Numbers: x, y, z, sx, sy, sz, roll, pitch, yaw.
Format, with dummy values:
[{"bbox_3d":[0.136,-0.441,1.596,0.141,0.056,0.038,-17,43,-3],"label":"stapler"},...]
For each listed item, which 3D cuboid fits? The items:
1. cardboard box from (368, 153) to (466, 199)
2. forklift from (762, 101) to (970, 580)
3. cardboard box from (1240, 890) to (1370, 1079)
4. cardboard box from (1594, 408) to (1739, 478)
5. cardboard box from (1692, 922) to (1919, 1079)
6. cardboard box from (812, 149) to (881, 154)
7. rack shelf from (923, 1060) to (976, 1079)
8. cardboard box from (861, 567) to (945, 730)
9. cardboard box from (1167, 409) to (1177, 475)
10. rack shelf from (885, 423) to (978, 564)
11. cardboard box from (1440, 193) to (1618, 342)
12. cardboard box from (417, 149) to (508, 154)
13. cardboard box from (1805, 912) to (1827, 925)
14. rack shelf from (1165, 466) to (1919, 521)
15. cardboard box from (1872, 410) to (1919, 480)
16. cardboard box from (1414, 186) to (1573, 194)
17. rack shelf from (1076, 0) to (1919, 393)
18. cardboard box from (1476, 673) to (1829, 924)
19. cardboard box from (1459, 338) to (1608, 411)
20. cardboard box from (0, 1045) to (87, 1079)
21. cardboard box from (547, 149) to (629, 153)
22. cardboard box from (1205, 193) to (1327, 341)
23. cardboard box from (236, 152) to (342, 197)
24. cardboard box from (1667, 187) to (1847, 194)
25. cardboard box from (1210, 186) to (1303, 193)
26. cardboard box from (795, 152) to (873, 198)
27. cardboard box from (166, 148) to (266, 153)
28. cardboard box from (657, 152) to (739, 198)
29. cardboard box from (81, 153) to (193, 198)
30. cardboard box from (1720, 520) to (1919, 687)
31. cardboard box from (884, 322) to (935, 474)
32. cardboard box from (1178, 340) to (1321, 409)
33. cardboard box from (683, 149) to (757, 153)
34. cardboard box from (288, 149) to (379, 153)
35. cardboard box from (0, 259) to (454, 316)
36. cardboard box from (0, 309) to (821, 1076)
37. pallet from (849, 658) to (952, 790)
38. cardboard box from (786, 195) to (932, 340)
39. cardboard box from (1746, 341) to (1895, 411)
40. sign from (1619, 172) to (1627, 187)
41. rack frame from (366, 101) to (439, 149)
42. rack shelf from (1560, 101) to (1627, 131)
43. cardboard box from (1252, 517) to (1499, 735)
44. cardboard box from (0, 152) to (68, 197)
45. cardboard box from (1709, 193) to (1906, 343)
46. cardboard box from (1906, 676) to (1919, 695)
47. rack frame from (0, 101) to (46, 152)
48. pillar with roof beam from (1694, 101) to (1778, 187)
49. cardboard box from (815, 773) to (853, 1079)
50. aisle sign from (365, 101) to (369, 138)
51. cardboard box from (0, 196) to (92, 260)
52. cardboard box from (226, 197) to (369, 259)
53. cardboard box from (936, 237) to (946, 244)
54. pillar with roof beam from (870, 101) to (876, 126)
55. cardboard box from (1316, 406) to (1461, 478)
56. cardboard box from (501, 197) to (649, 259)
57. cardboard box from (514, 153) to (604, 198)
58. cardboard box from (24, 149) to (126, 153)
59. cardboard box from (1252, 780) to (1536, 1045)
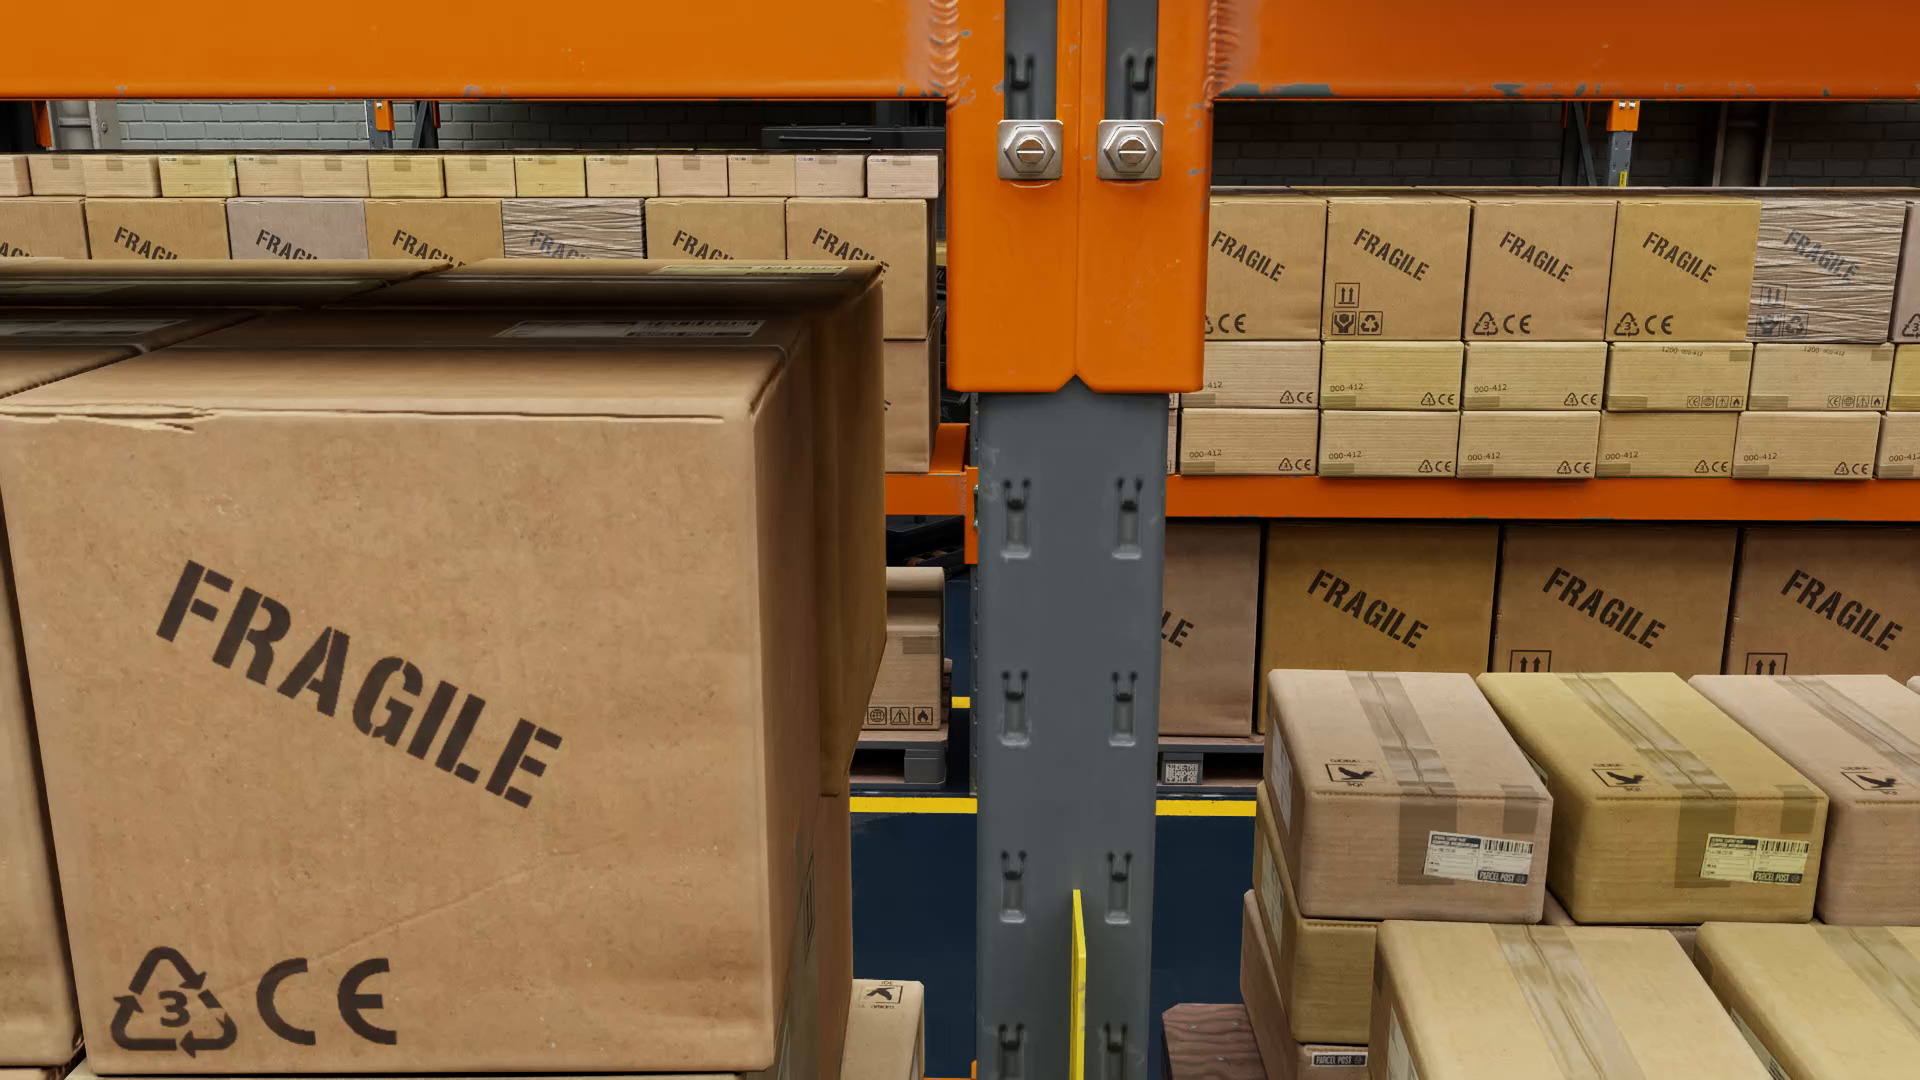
[{"bbox_3d":[-1.988,-1.344,6.125,0.250,0.149,0.380,0,15,0],"label":"cardboard box"},{"bbox_3d":[-0.417,-1.299,9.517,1.130,2.935,3.031,13,20,40],"label":"forklift"},{"bbox_3d":[0.490,0.568,1.978,0.250,0.149,0.380,0,15,0],"label":"cardboard box"},{"bbox_3d":[2.586,-0.411,6.312,0.500,0.250,0.500,0,15,1],"label":"cardboard box"},{"bbox_3d":[0.749,0.448,1.265,0.250,0.149,0.380,1,15,3],"label":"cardboard box"},{"bbox_3d":[-0.452,-1.477,6.631,0.250,0.149,0.380,1,15,2],"label":"cardboard box"},{"bbox_3d":[-1.911,1.032,1.959,4.000,0.370,1.077,0,15,1],"label":"rack shelf"},{"bbox_3d":[-0.512,0.438,6.997,0.875,0.438,0.875,0,15,1],"label":"cardboard box"},{"bbox_3d":[0.546,-0.423,6.358,0.500,0.250,0.500,0,15,0],"label":"cardboard box"},{"bbox_3d":[-1.886,-0.231,6.746,4.000,0.370,1.077,0,15,1],"label":"rack shelf"},{"bbox_3d":[2.073,-1.020,6.169,0.500,0.500,0.500,0,15,1],"label":"cardboard box"},{"bbox_3d":[-1.983,-1.485,6.662,0.250,0.149,0.380,1,15,3],"label":"cardboard box"},{"bbox_3d":[1.002,0.428,1.925,0.250,0.149,0.380,1,15,4],"label":"cardboard box"},{"bbox_3d":[2.113,-0.205,6.647,4.000,0.370,1.077,0,15,1],"label":"rack shelf"},{"bbox_3d":[3.600,-0.404,6.287,0.500,0.250,0.500,0,15,-1],"label":"cardboard box"},{"bbox_3d":[2.108,-1.149,6.661,0.500,0.500,0.500,1,15,2],"label":"cardboard box"},{"bbox_3d":[2.087,-0.392,1.477,4.000,0.370,1.077,0,15,1],"label":"rack shelf"},{"bbox_3d":[0.763,0.282,1.893,0.250,0.149,0.380,0,15,0],"label":"cardboard box"},{"bbox_3d":[2.077,-0.651,6.242,0.500,0.250,0.500,0,15,0],"label":"cardboard box"},{"bbox_3d":[-0.922,0.570,1.520,0.500,0.500,0.500,0,15,0],"label":"cardboard box"},{"bbox_3d":[-1.474,-1.475,6.624,0.250,0.149,0.380,0,15,1],"label":"cardboard box"},{"bbox_3d":[1.055,-1.025,6.190,0.500,0.500,0.500,0,15,1],"label":"cardboard box"},{"bbox_3d":[-2.489,-1.365,6.205,0.250,0.149,0.380,1,15,2],"label":"cardboard box"},{"bbox_3d":[3.129,-1.138,6.617,0.500,0.500,0.500,0,15,2],"label":"cardboard box"},{"bbox_3d":[1.084,-1.157,6.691,0.500,0.500,0.500,1,15,3],"label":"cardboard box"},{"bbox_3d":[-0.464,-1.362,6.193,0.250,0.149,0.380,1,15,3],"label":"cardboard box"},{"bbox_3d":[-3.007,-1.510,6.757,0.250,0.149,0.380,0,15,1],"label":"cardboard box"},{"bbox_3d":[-0.966,-1.363,6.198,0.250,0.149,0.380,0,15,1],"label":"cardboard box"},{"bbox_3d":[-3.017,-1.350,6.149,0.250,0.149,0.380,1,15,3],"label":"cardboard box"},{"bbox_3d":[3.424,0.259,6.821,0.875,0.875,0.875,0,15,1],"label":"cardboard box"},{"bbox_3d":[-0.357,-0.552,6.356,0.500,0.500,0.500,1,15,2],"label":"cardboard box"},{"bbox_3d":[1.068,-0.664,6.291,0.500,0.250,0.500,1,15,2],"label":"cardboard box"},{"bbox_3d":[-0.956,-1.485,6.662,0.250,0.149,0.380,0,15,1],"label":"cardboard box"},{"bbox_3d":[-2.497,-1.478,6.636,0.250,0.149,0.380,0,15,1],"label":"cardboard box"},{"bbox_3d":[-0.876,-0.043,1.884,0.500,0.500,0.500,0,15,0],"label":"cardboard box"},{"bbox_3d":[-0.389,0.087,1.390,0.500,0.500,0.500,0,15,-1],"label":"cardboard box"},{"bbox_3d":[-0.645,0.758,7.055,1.213,0.211,1.003,0,15,1],"label":"pallet"},{"bbox_3d":[-0.365,-1.030,6.209,0.500,0.500,0.500,0,15,1],"label":"cardboard box"},{"bbox_3d":[3.109,-0.650,6.237,0.500,0.250,0.500,0,15,0],"label":"cardboard box"},{"bbox_3d":[4.231,-2.189,10.642,0.005,0.325,0.100,0,15,1],"label":"sign"},{"bbox_3d":[-3.762,-1.858,11.502,0.127,3.000,1.000,0,15,1],"label":"rack frame"},{"bbox_3d":[2.236,-2.921,11.063,4.000,0.370,1.077,0,15,1],"label":"rack shelf"},{"bbox_3d":[1.638,0.246,6.870,0.875,0.875,0.875,1,15,3],"label":"cardboard box"},{"bbox_3d":[-3.538,-1.364,6.204,0.250,0.149,0.380,1,15,3],"label":"cardboard box"},{"bbox_3d":[3.075,-1.010,6.130,0.500,0.500,0.500,1,15,2],"label":"cardboard box"},{"bbox_3d":[1.283,0.286,1.879,0.250,0.149,0.380,0,15,1],"label":"cardboard box"},{"bbox_3d":[-3.885,-0.592,6.704,0.127,3.000,1.000,0,15,1],"label":"rack frame"},{"bbox_3d":[5.451,-3.830,7.217,0.400,9.000,9.100,0,15,1],"label":"pillar with roof beam"},{"bbox_3d":[-0.401,0.437,2.023,0.500,0.500,0.500,0,15,0],"label":"cardboard box"},{"bbox_3d":[-3.838,-3.040,10.888,0.004,0.787,0.394,0,15,1],"label":"aisle sign"},{"bbox_3d":[-3.413,-1.048,6.276,0.500,0.500,0.500,0,15,0],"label":"cardboard box"},{"bbox_3d":[-2.381,-1.045,6.265,0.500,0.500,0.500,0,15,1],"label":"cardboard box"},{"bbox_3d":[-0.252,-1.975,11.657,0.500,0.250,0.500,0,15,1],"label":"cardboard box"},{"bbox_3d":[-0.547,-3.869,7.365,0.400,9.000,9.100,0,15,1],"label":"pillar with roof beam"},{"bbox_3d":[1.576,-0.413,6.319,0.500,0.250,0.500,0,15,1],"label":"cardboard box"},{"bbox_3d":[-1.382,-1.037,6.233,0.500,0.500,0.500,1,15,2],"label":"cardboard box"},{"bbox_3d":[-1.479,-1.357,6.174,0.250,0.149,0.380,0,15,0],"label":"cardboard box"},{"bbox_3d":[-3.522,-1.486,6.665,0.250,0.149,0.380,1,15,2],"label":"cardboard box"},{"bbox_3d":[0.491,0.424,1.939,0.250,0.149,0.380,1,15,3],"label":"cardboard box"}]
